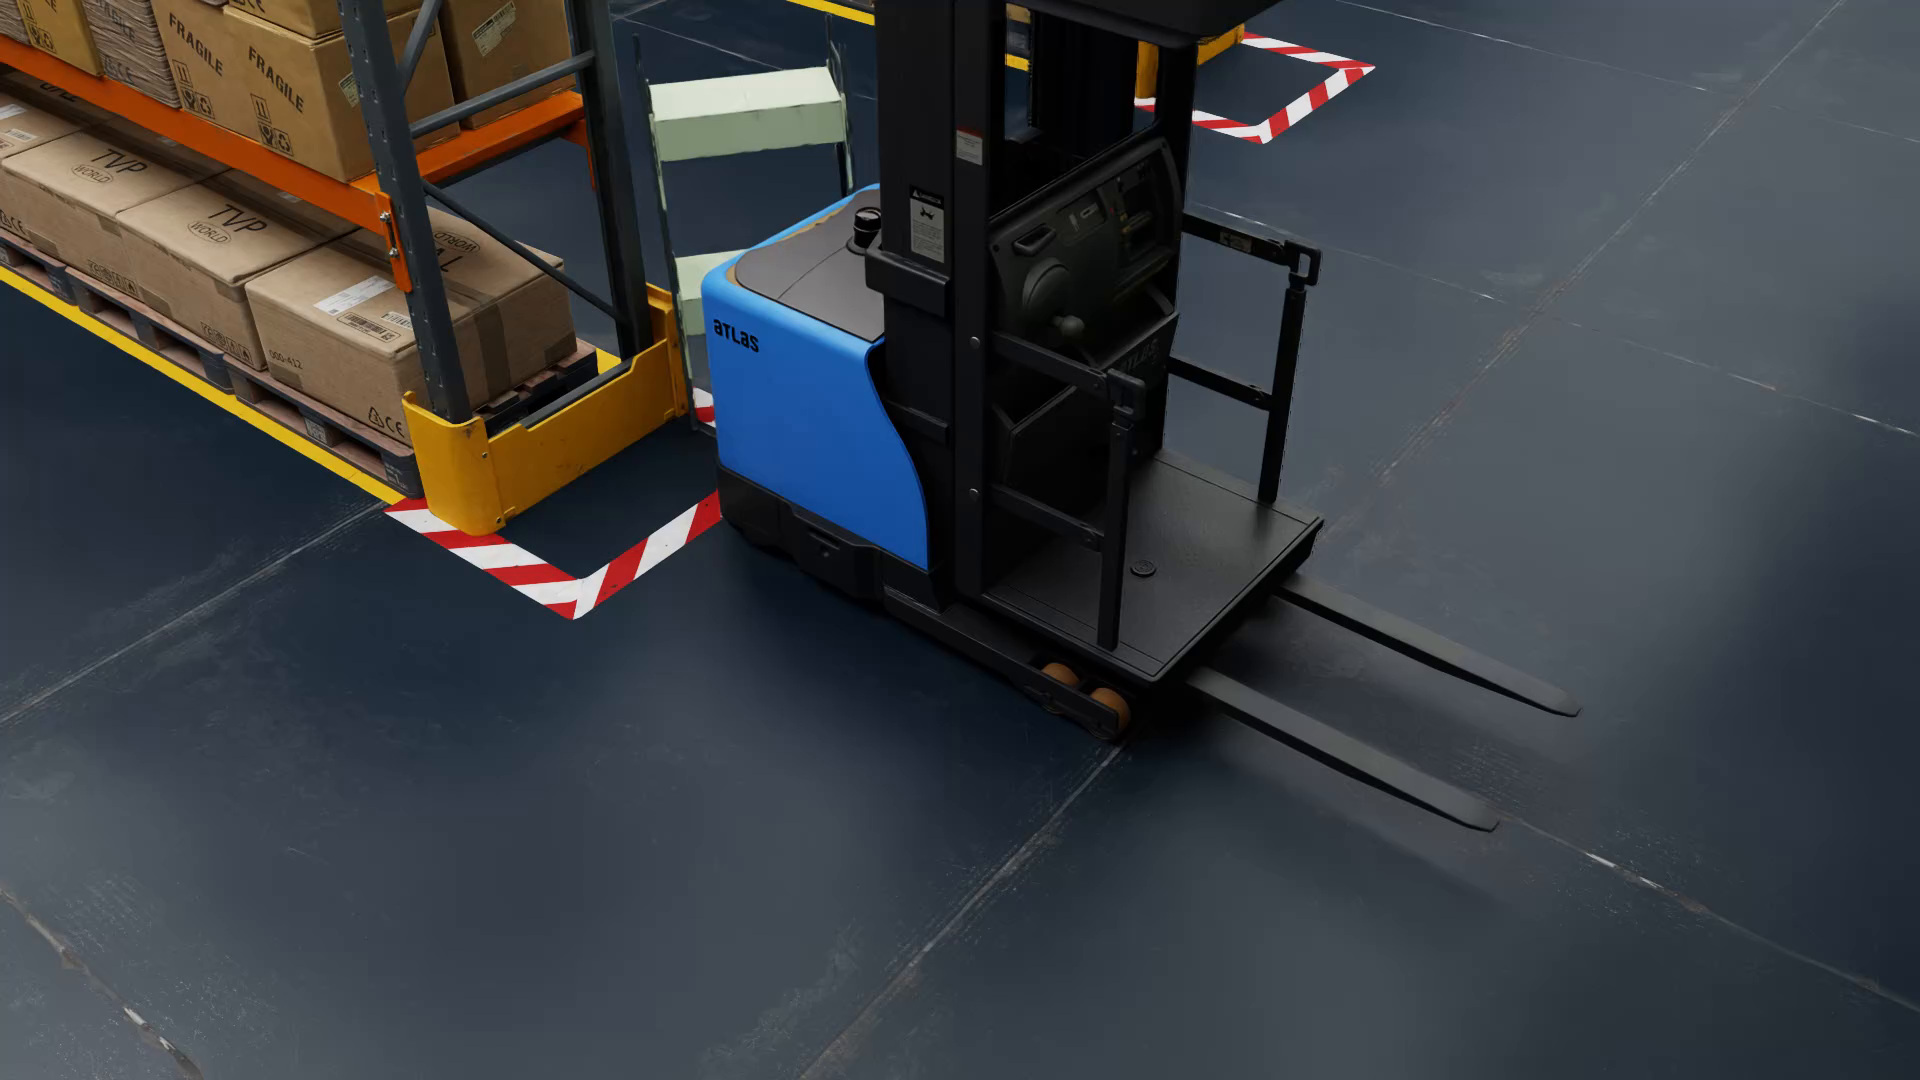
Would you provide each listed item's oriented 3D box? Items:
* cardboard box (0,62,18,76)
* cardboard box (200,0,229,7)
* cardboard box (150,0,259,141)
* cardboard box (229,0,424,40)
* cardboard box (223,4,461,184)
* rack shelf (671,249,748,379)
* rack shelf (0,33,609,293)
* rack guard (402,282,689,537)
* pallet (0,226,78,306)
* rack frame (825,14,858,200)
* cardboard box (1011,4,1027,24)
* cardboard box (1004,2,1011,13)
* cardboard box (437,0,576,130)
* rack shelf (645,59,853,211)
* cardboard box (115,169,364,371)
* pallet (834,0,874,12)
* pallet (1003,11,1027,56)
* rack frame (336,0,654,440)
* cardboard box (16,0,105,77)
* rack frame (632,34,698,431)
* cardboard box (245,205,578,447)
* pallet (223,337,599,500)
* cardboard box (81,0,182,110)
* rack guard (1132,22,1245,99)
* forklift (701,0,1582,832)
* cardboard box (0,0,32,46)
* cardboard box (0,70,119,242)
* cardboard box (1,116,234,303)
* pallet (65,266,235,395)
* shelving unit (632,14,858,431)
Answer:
[{"bbox_3d":[-5.321,-2.556,8.464,0.875,0.875,0.875,27,45,30],"label":"cardboard box"},{"bbox_3d":[-2.563,-2.214,5.753,0.500,0.500,0.500,25,45,29],"label":"cardboard box"},{"bbox_3d":[-2.536,-1.821,6.062,0.500,0.500,0.500,24,44,28],"label":"cardboard box"},{"bbox_3d":[-2.130,-2.033,5.521,0.500,0.500,0.500,27,45,30],"label":"cardboard box"},{"bbox_3d":[-2.147,-1.626,5.813,0.500,0.500,0.500,26,45,29],"label":"cardboard box"},{"bbox_3d":[-0.777,-0.958,6.745,0.720,0.370,0.431,-9,34,-8],"label":"rack shelf"},{"bbox_3d":[-3.191,-2.001,6.957,4.000,0.370,1.077,25,45,29],"label":"rack shelf"},{"bbox_3d":[-1.584,-0.542,6.537,0.348,0.500,1.175,25,45,29],"label":"rack guard"},{"bbox_3d":[-4.224,-1.613,8.139,1.213,0.211,1.003,25,45,29],"label":"pallet"},{"bbox_3d":[-0.433,-1.282,6.615,0.023,1.500,0.400,-9,34,-8],"label":"rack frame"},{"bbox_3d":[0.514,-3.182,9.853,0.250,0.149,0.380,27,45,30],"label":"cardboard box"},{"bbox_3d":[0.356,-3.323,10.033,0.250,0.149,0.380,25,44,28],"label":"cardboard box"},{"bbox_3d":[-1.810,-1.895,6.157,0.500,0.500,0.500,25,44,28],"label":"cardboard box"},{"bbox_3d":[-0.808,-1.551,6.345,0.720,0.370,0.431,-9,34,-8],"label":"rack shelf"},{"bbox_3d":[-2.920,-1.229,7.124,0.875,0.438,0.875,27,45,30],"label":"cardboard box"},{"bbox_3d":[-0.325,-3.707,10.813,1.213,0.211,1.003,25,45,29],"label":"pallet"},{"bbox_3d":[0.640,-3.249,10.229,1.213,0.211,1.003,25,45,29],"label":"pallet"},{"bbox_3d":[-1.603,-1.536,5.778,0.127,3.000,1.000,25,45,29],"label":"rack frame"},{"bbox_3d":[-3.369,-2.196,6.541,0.500,0.500,0.500,27,45,30],"label":"cardboard box"},{"bbox_3d":[-1.150,-1.174,6.511,0.023,1.500,0.400,-9,34,-8],"label":"rack frame"},{"bbox_3d":[-2.188,-0.890,6.692,0.875,0.438,0.875,24,44,27],"label":"cardboard box"},{"bbox_3d":[-2.285,-0.699,6.971,1.213,0.211,1.003,25,45,29],"label":"pallet"},{"bbox_3d":[-2.951,-2.009,6.302,0.500,0.500,0.500,27,45,30],"label":"cardboard box"},{"bbox_3d":[1.264,-3.042,9.729,0.348,0.500,1.175,25,45,29],"label":"rack guard"},{"bbox_3d":[0.563,-0.877,4.993,3.031,2.935,1.130,26,45,29],"label":"forklift"},{"bbox_3d":[-3.778,-2.389,6.787,0.500,0.500,0.500,26,45,29],"label":"cardboard box"},{"bbox_3d":[-4.346,-1.903,7.985,0.875,0.438,0.875,25,44,28],"label":"cardboard box"},{"bbox_3d":[-3.635,-1.568,7.557,0.875,0.438,0.875,24,44,27],"label":"cardboard box"},{"bbox_3d":[-3.250,-1.156,7.555,1.213,0.211,1.003,25,45,29],"label":"pallet"},{"bbox_3d":[-0.791,-1.228,6.563,0.755,1.500,0.431,-9,34,-8],"label":"shelving unit"}]
